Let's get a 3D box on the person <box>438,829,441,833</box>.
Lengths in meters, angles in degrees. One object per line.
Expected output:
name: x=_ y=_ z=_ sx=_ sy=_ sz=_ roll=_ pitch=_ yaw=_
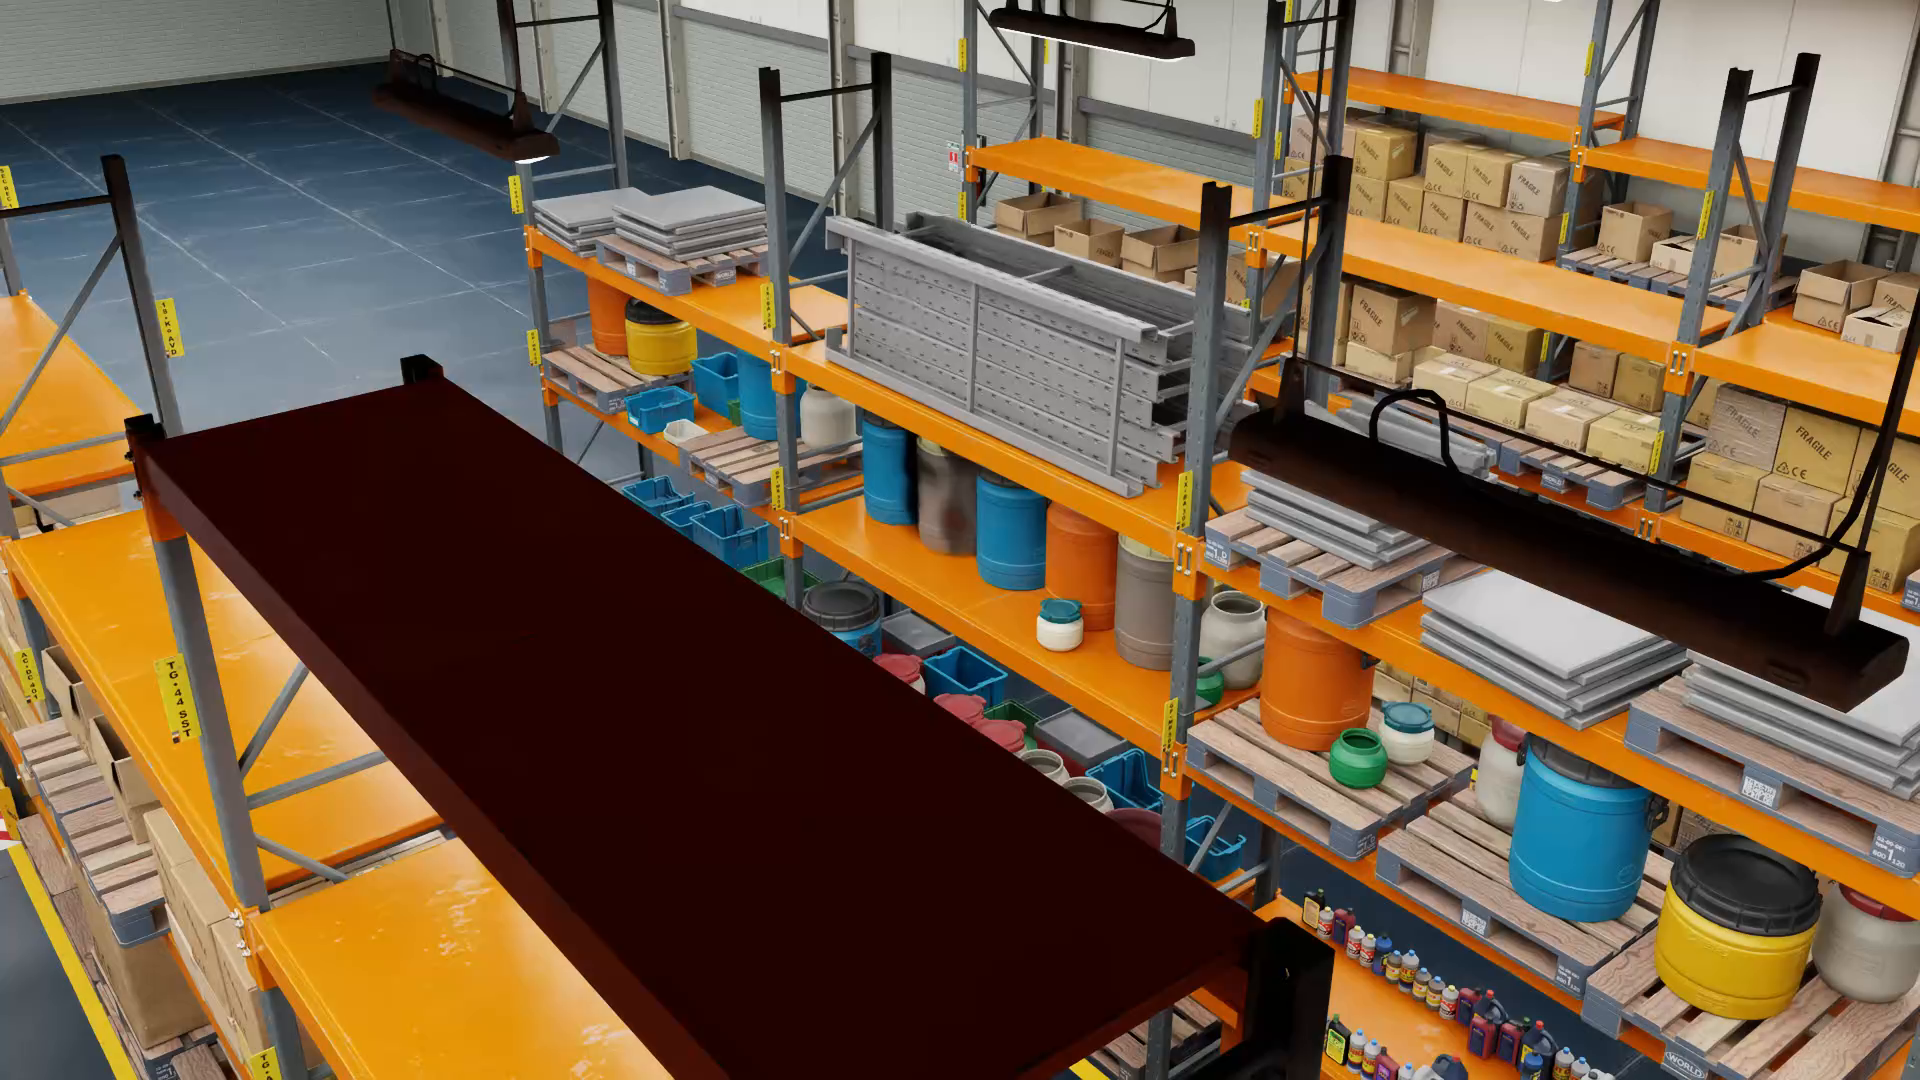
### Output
person: x=-3.302 y=2.202 z=11.453 sx=0.592 sy=1.454 sz=0.776 roll=-10 pitch=27 yaw=-19
